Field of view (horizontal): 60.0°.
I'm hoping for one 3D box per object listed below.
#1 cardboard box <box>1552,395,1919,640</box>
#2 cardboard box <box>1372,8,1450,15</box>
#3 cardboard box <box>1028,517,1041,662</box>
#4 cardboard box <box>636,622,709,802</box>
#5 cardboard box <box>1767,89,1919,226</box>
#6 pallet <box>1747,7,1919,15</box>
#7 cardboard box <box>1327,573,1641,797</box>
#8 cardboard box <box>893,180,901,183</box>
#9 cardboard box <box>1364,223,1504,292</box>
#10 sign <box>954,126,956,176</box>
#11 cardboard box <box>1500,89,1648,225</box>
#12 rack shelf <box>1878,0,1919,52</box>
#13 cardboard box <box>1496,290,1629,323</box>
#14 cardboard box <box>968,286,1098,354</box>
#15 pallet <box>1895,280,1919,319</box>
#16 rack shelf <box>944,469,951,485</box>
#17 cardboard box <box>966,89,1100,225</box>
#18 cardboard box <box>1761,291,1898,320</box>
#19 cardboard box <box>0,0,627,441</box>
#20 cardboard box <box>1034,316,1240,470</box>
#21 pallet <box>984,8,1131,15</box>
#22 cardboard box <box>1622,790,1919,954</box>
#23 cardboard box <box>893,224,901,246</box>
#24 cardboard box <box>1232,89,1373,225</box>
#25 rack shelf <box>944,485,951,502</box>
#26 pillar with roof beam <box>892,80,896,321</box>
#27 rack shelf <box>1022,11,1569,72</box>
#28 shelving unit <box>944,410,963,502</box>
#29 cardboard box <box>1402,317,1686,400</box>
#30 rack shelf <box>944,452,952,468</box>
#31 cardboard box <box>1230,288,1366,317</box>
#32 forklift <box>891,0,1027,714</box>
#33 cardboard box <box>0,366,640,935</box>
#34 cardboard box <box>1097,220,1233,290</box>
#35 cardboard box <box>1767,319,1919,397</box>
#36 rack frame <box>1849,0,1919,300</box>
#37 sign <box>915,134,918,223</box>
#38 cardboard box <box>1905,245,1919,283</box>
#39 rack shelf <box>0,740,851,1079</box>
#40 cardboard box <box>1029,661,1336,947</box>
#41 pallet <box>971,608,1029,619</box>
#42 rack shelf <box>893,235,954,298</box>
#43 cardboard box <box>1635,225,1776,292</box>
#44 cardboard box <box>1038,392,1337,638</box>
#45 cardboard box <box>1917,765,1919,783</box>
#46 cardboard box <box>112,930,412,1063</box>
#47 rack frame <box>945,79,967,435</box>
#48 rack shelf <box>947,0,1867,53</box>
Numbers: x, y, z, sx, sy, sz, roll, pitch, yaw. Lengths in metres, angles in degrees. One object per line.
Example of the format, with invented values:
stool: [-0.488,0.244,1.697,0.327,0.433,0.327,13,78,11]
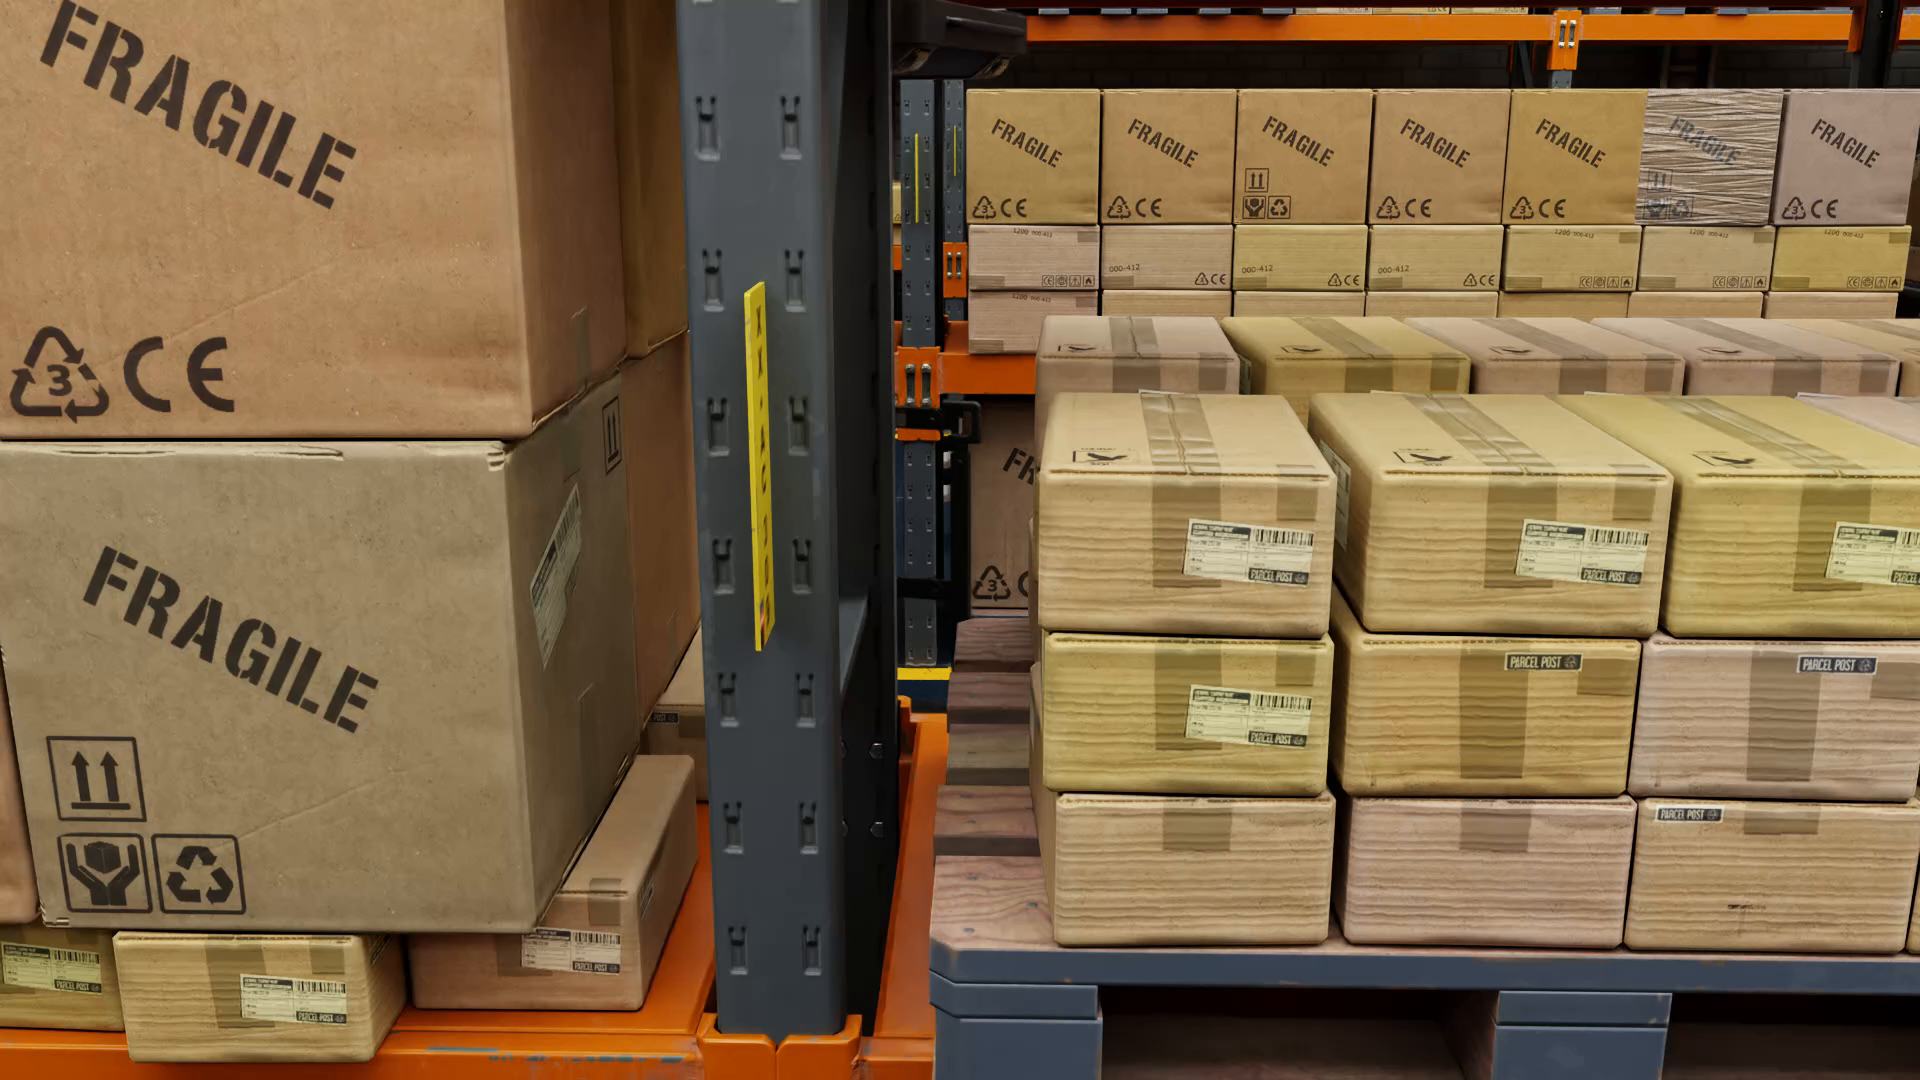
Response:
cardboard box: [0.742,-0.034,1.590,0.250,0.149,0.380,1,15,2]
cardboard box: [2.950,-3.612,11.064,0.500,0.250,0.500,0,15,2]
cardboard box: [0.227,0.084,2.312,0.250,0.149,0.380,0,15,0]
cardboard box: [-0.450,0.249,2.507,0.250,0.149,0.380,1,15,3]
cardboard box: [3.325,-1.492,6.460,0.500,0.500,0.500,0,15,0]
pallet: [5.770,-3.660,11.324,1.213,0.211,1.003,1,15,4]
cardboard box: [0.466,0.109,1.633,0.250,0.149,0.380,0,15,0]
cardboard box: [-0.515,-2.459,11.991,0.500,0.250,0.500,0,15,1]
cardboard box: [1.814,-1.135,6.576,0.500,0.250,0.500,0,15,0]
sign: [-0.033,-2.596,11.102,0.005,0.325,0.100,0,15,1]
cardboard box: [2.316,-1.498,6.483,0.500,0.500,0.500,0,15,1]
rack shelf: [5.848,-2.113,6.500,4.000,0.370,1.077,0,15,1]
cardboard box: [2.322,-0.895,6.646,0.500,0.250,0.500,0,15,1]
cardboard box: [0.283,-0.907,6.692,0.500,0.250,0.500,0,15,0]
pallet: [4.564,-0.953,6.950,1.003,0.211,1.213,0,15,1]
rack shelf: [-0.008,-0.316,8.757,0.200,0.077,0.258,0,15,1]
cardboard box: [0.282,-1.505,6.510,0.500,0.500,0.500,1,15,2]
cardboard box: [3.336,-0.888,6.621,0.500,0.250,0.500,0,15,-1]
cardboard box: [-0.652,-0.396,1.724,0.500,0.500,0.500,0,15,-1]
cardboard box: [0.231,-0.203,2.233,0.250,0.149,0.380,1,15,4]
pallet: [0.623,-3.653,11.294,1.003,0.211,1.213,0,15,1]
cardboard box: [0.734,0.254,1.665,0.250,0.149,0.380,0,15,2]
cardboard box: [-0.352,-2.132,11.533,0.250,0.149,0.380,1,15,2]
cardboard box: [1.293,-1.505,6.509,0.500,0.500,0.500,0,15,0]
rack shelf: [-0.008,-0.229,8.780,0.200,0.077,0.258,0,15,1]
pillar with roof beam: [-0.810,-4.353,7.699,0.400,9.000,9.100,0,15,1]
rack shelf: [1.972,-3.405,11.397,4.000,0.370,1.077,0,15,1]
shelving unit: [-0.008,-0.435,8.725,0.210,0.900,0.258,0,15,1]
cardboard box: [0.758,-0.199,2.219,0.250,0.149,0.380,0,15,0]
rack shelf: [-0.008,-0.403,8.734,0.200,0.077,0.258,0,15,1]
cardboard box: [1.312,-0.897,6.653,0.500,0.250,0.500,0,15,1]
forklift: [-0.385,-0.424,4.702,3.031,2.935,1.130,4,15,15]
cardboard box: [-0.666,0.090,1.840,0.500,0.500,0.500,0,15,2]
cardboard box: [0.805,-1.148,6.625,0.500,0.250,0.500,1,15,2]
cardboard box: [1.266,-0.195,2.203,0.250,0.149,0.380,0,15,0]
rack frame: [3.849,-1.024,6.840,0.127,3.000,1.000,0,15,1]
sign: [-0.163,-1.365,6.282,0.005,0.325,0.100,0,15,1]
cardboard box: [4.182,-1.163,7.038,0.250,0.149,0.380,1,15,3]
rack shelf: [-2.175,0.548,2.293,4.000,0.370,1.077,0,15,1]
cardboard box: [0.207,0.252,1.676,0.250,0.149,0.380,0,15,-1]
pallet: [0.623,0.284,7.348,1.213,0.211,1.003,0,15,1]
rack shelf: [-2.026,-1.981,11.878,4.000,0.370,1.077,0,15,1]
cardboard box: [2.845,-1.134,6.571,0.500,0.250,0.500,0,15,0]
cardboard box: [0.207,-0.036,1.600,0.250,0.149,0.380,1,15,4]
cardboard box: [0.984,0.112,1.622,0.250,0.149,0.380,0,15,-1]
cardboard box: [-0.727,0.419,1.866,0.250,0.149,0.380,0,15,0]
rack frame: [-0.027,-2.316,11.737,0.127,3.000,1.000,0,15,1]
rack shelf: [1.849,-2.139,6.599,4.000,0.370,1.077,0,15,1]
